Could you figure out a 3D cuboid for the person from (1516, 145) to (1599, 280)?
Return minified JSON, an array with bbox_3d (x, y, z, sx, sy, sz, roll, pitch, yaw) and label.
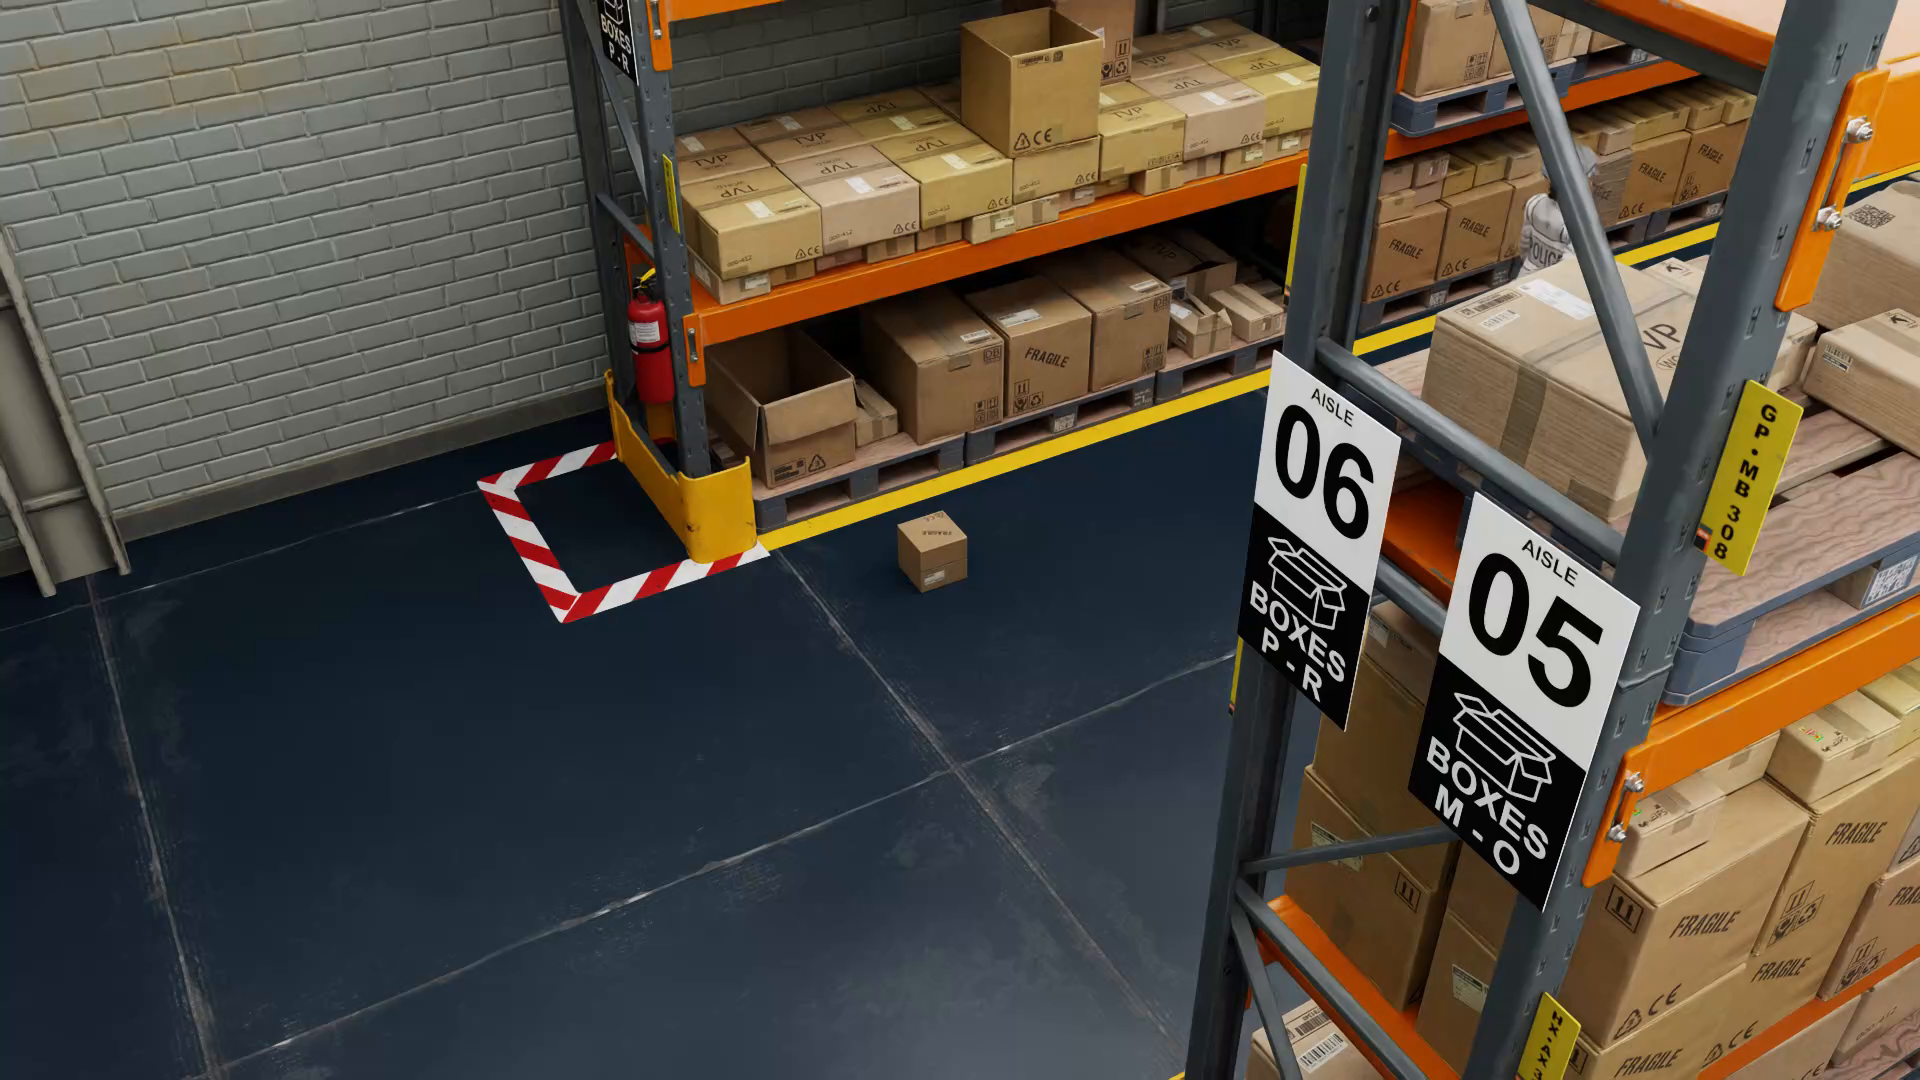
[{"bbox_3d":[3.016,-1.260,8.562,0.972,1.643,0.481,-21,42,-26],"label":"person"}]
